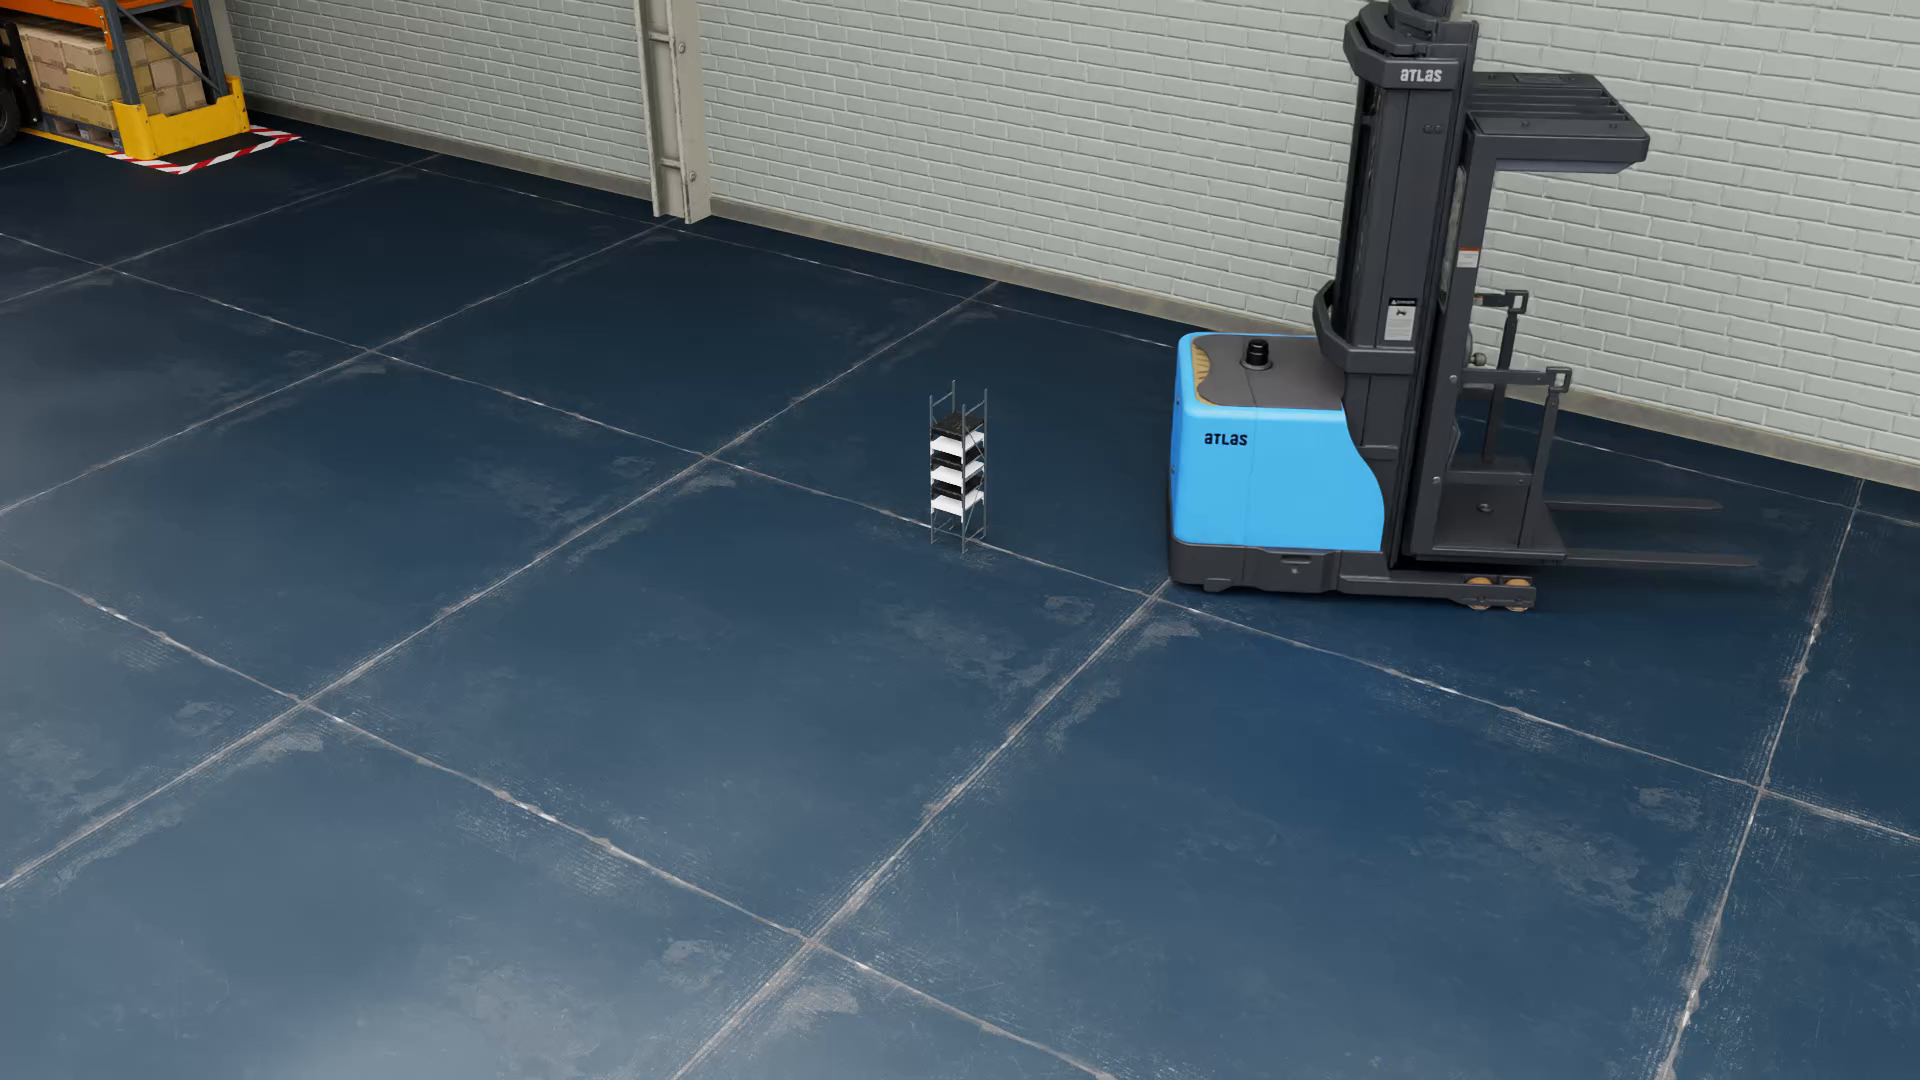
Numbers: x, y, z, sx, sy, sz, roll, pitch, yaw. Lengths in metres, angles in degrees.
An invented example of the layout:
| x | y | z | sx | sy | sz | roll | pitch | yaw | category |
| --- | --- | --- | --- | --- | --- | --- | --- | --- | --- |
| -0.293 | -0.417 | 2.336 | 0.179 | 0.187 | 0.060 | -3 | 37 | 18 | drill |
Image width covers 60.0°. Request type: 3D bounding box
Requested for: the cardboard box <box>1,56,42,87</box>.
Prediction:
| x | y | z | sx | sy | sz | roll | pitch | yaw | category |
| --- | --- | --- | --- | --- | --- | --- | --- | --- | --- |
| -8.732 | -4.530 | 15.854 | 0.500 | 0.250 | 0.500 | 17 | 34 | 26 | cardboard box |

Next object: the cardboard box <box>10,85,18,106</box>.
| x | y | z | sx | sy | sz | roll | pitch | yaw | category |
| --- | --- | --- | --- | --- | --- | --- | --- | --- | --- |
| -9.139 | -4.445 | 16.204 | 0.500 | 0.250 | 0.500 | 19 | 35 | 29 | cardboard box |

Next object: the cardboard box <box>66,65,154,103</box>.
| x | y | z | sx | sy | sz | roll | pitch | yaw | category |
| --- | --- | --- | --- | --- | --- | --- | --- | --- | --- |
| -7.864 | -4.262 | 15.394 | 0.500 | 0.250 | 0.500 | 17 | 34 | 27 | cardboard box |

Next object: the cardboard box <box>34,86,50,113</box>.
| x | y | z | sx | sy | sz | roll | pitch | yaw | category |
| --- | --- | --- | --- | --- | --- | --- | --- | --- | --- |
| -8.687 | -4.315 | 15.982 | 0.500 | 0.250 | 0.500 | 18 | 35 | 28 | cardboard box |

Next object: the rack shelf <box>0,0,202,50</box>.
| x | y | z | sx | sy | sz | roll | pitch | yaw | category |
| --- | --- | --- | --- | --- | --- | --- | --- | --- | --- |
| -8.980 | -5.280 | 16.038 | 4.000 | 0.370 | 1.077 | 18 | 35 | 27 | rack shelf |

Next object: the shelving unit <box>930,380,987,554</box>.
| x | y | z | sx | sy | sz | roll | pitch | yaw | category |
| --- | --- | --- | --- | --- | --- | --- | --- | --- | --- |
| -0.007 | -0.391 | 9.027 | 0.210 | 0.900 | 0.258 | 18 | 35 | 27 | shelving unit |

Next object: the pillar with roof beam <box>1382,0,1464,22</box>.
| x | y | z | sx | sy | sz | roll | pitch | yaw | category |
| --- | --- | --- | --- | --- | --- | --- | --- | --- | --- |
| 0.479 | -3.166 | 5.746 | 0.400 | 9.000 | 9.100 | 18 | 35 | 27 | pillar with roof beam |

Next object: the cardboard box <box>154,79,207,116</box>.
| x | y | z | sx | sy | sz | roll | pitch | yaw | category |
| --- | --- | --- | --- | --- | --- | --- | --- | --- | --- |
| -7.598 | -4.264 | 15.894 | 0.500 | 0.250 | 0.500 | 18 | 35 | 28 | cardboard box |

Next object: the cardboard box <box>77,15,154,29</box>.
| x | y | z | sx | sy | sz | roll | pitch | yaw | category |
| --- | --- | --- | --- | --- | --- | --- | --- | --- | --- |
| -8.018 | -4.823 | 15.860 | 0.500 | 0.250 | 0.500 | 18 | 35 | 27 | cardboard box |

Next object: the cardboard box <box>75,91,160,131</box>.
| x | y | z | sx | sy | sz | roll | pitch | yaw | category |
| --- | --- | --- | --- | --- | --- | --- | --- | --- | --- |
| -7.852 | -4.040 | 15.510 | 0.500 | 0.250 | 0.500 | 18 | 35 | 28 | cardboard box |

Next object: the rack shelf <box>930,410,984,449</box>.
| x | y | z | sx | sy | sz | roll | pitch | yaw | category |
| --- | --- | --- | --- | --- | --- | --- | --- | --- | --- |
| -0.007 | -0.595 | 8.908 | 0.200 | 0.077 | 0.258 | 18 | 35 | 27 | rack shelf |

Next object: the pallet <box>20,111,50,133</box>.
| x | y | z | sx | sy | sz | roll | pitch | yaw | category |
| --- | --- | --- | --- | --- | --- | --- | --- | --- | --- |
| -8.985 | -4.365 | 16.523 | 1.213 | 0.211 | 1.003 | 18 | 35 | 27 | pallet |

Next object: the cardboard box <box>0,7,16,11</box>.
| x | y | z | sx | sy | sz | roll | pitch | yaw | category |
| --- | --- | --- | --- | --- | --- | --- | --- | --- | --- |
| -9.296 | -5.233 | 16.562 | 0.500 | 0.250 | 0.500 | 18 | 35 | 28 | cardboard box |

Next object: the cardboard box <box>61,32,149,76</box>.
| x | y | z | sx | sy | sz | roll | pitch | yaw | category |
| --- | --- | --- | --- | --- | --- | --- | --- | --- | --- |
| -7.842 | -4.471 | 15.257 | 0.500 | 0.250 | 0.500 | 19 | 35 | 29 | cardboard box |

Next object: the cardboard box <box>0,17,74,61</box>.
| x | y | z | sx | sy | sz | roll | pitch | yaw | category |
| --- | --- | --- | --- | --- | --- | --- | --- | --- | --- |
| -8.710 | -4.736 | 15.712 | 0.500 | 0.250 | 0.500 | 18 | 35 | 28 | cardboard box |

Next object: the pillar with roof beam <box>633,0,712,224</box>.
| x | y | z | sx | sy | sz | roll | pitch | yaw | category |
| --- | --- | --- | --- | --- | --- | --- | --- | --- | --- |
| -4.603 | -4.773 | 8.501 | 0.400 | 9.000 | 9.100 | 18 | 35 | 27 | pillar with roof beam |

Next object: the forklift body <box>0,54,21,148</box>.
| x | y | z | sx | sy | sz | roll | pitch | yaw | category |
| --- | --- | --- | --- | --- | --- | --- | --- | --- | --- |
| -9.862 | -4.418 | 14.688 | 1.214 | 2.155 | 2.313 | 18 | 35 | 27 | forklift body |

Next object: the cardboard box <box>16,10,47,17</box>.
| x | y | z | sx | sy | sz | roll | pitch | yaw | category |
| --- | --- | --- | --- | --- | --- | --- | --- | --- | --- |
| -8.866 | -5.101 | 16.337 | 0.500 | 0.250 | 0.500 | 17 | 34 | 26 | cardboard box |

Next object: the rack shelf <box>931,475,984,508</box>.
| x | y | z | sx | sy | sz | roll | pitch | yaw | category |
| --- | --- | --- | --- | --- | --- | --- | --- | --- | --- |
| -0.007 | -0.284 | 9.089 | 0.200 | 0.077 | 0.258 | 18 | 35 | 27 | rack shelf |

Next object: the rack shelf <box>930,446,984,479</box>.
| x | y | z | sx | sy | sz | roll | pitch | yaw | category |
| --- | --- | --- | --- | --- | --- | --- | --- | --- | --- |
| -0.007 | -0.440 | 8.998 | 0.200 | 0.077 | 0.258 | 18 | 35 | 27 | rack shelf |

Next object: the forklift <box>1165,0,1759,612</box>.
| x | y | z | sx | sy | sz | roll | pitch | yaw | category |
| --- | --- | --- | --- | --- | --- | --- | --- | --- | --- |
| 2.650 | -1.176 | 8.358 | 3.031 | 2.935 | 1.130 | 2 | 30 | 4 | forklift |

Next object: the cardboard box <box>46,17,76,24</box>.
| x | y | z | sx | sy | sz | roll | pitch | yaw | category |
| --- | --- | --- | --- | --- | --- | --- | --- | --- | --- |
| -8.435 | -4.961 | 16.097 | 0.500 | 0.250 | 0.500 | 17 | 34 | 27 | cardboard box |

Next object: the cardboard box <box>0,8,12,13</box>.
| x | y | z | sx | sy | sz | roll | pitch | yaw | category |
| --- | --- | --- | --- | --- | --- | --- | --- | --- | --- |
| -9.576 | -5.019 | 16.196 | 0.500 | 0.250 | 0.500 | 19 | 35 | 29 | cardboard box |

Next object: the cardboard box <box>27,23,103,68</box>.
| x | y | z | sx | sy | sz | roll | pitch | yaw | category |
| --- | --- | --- | --- | --- | --- | --- | --- | --- | --- |
| -8.277 | -4.605 | 15.487 | 0.500 | 0.250 | 0.500 | 18 | 35 | 28 | cardboard box |

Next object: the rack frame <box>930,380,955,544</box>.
| x | y | z | sx | sy | sz | roll | pitch | yaw | category |
| --- | --- | --- | --- | --- | --- | --- | --- | --- | --- |
| -0.093 | -0.418 | 9.074 | 0.006 | 0.900 | 0.240 | 18 | 35 | 27 | rack frame |

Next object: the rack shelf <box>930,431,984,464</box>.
| x | y | z | sx | sy | sz | roll | pitch | yaw | category |
| --- | --- | --- | --- | --- | --- | --- | --- | --- | --- |
| -0.007 | -0.518 | 8.953 | 0.200 | 0.077 | 0.258 | 18 | 35 | 27 | rack shelf |

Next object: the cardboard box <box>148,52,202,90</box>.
| x | y | z | sx | sy | sz | roll | pitch | yaw | category |
| --- | --- | --- | --- | --- | --- | --- | --- | --- | --- |
| -7.574 | -4.479 | 15.767 | 0.500 | 0.250 | 0.500 | 18 | 35 | 28 | cardboard box |

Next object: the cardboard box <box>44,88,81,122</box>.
| x | y | z | sx | sy | sz | roll | pitch | yaw | category |
| --- | --- | --- | --- | --- | --- | --- | --- | --- | --- |
| -8.268 | -4.177 | 15.745 | 0.500 | 0.250 | 0.500 | 18 | 35 | 27 | cardboard box |

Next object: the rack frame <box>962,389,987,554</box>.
| x | y | z | sx | sy | sz | roll | pitch | yaw | category |
| --- | --- | --- | --- | --- | --- | --- | --- | --- | --- |
| 0.079 | -0.364 | 8.980 | 0.006 | 0.900 | 0.240 | 18 | 35 | 27 | rack frame |

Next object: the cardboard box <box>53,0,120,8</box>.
| x | y | z | sx | sy | sz | roll | pitch | yaw | category |
| --- | --- | --- | --- | --- | --- | --- | --- | --- | --- |
| -7.842 | -5.118 | 14.947 | 0.500 | 0.500 | 0.500 | 17 | 34 | 26 | cardboard box |

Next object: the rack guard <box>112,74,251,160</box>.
| x | y | z | sx | sy | sz | roll | pitch | yaw | category |
| --- | --- | --- | --- | --- | --- | --- | --- | --- | --- |
| -7.266 | -3.969 | 15.557 | 0.348 | 0.500 | 1.175 | 18 | 35 | 27 | rack guard |

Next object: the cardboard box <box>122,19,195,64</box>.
| x | y | z | sx | sy | sz | roll | pitch | yaw | category |
| --- | --- | --- | --- | --- | --- | --- | --- | --- | --- |
| -7.592 | -4.690 | 15.633 | 0.500 | 0.250 | 0.500 | 17 | 34 | 27 | cardboard box |

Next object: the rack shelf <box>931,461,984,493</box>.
| x | y | z | sx | sy | sz | roll | pitch | yaw | category |
| --- | --- | --- | --- | --- | --- | --- | --- | --- | --- |
| -0.007 | -0.362 | 9.044 | 0.200 | 0.077 | 0.258 | 18 | 35 | 27 | rack shelf |

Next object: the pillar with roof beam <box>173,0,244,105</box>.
| x | y | z | sx | sy | sz | roll | pitch | yaw | category |
| --- | --- | --- | --- | --- | --- | --- | --- | --- | --- |
| -9.685 | -6.380 | 11.256 | 0.400 | 9.000 | 9.100 | 18 | 35 | 27 | pillar with roof beam |

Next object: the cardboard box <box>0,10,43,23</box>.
| x | y | z | sx | sy | sz | roll | pitch | yaw | category |
| --- | --- | --- | --- | --- | --- | --- | --- | --- | --- |
| -9.135 | -4.875 | 15.950 | 0.500 | 0.250 | 0.500 | 17 | 34 | 26 | cardboard box |

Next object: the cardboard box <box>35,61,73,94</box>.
| x | y | z | sx | sy | sz | roll | pitch | yaw | category |
| --- | --- | --- | --- | --- | --- | --- | --- | --- | --- |
| -8.283 | -4.401 | 15.633 | 0.500 | 0.250 | 0.500 | 17 | 34 | 27 | cardboard box |

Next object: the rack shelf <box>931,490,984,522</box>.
| x | y | z | sx | sy | sz | roll | pitch | yaw | category |
| --- | --- | --- | --- | --- | --- | --- | --- | --- | --- |
| -0.007 | -0.207 | 9.134 | 0.200 | 0.077 | 0.258 | 18 | 35 | 27 | rack shelf |

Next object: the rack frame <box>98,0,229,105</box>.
| x | y | z | sx | sy | sz | roll | pitch | yaw | category |
| --- | --- | --- | --- | --- | --- | --- | --- | --- | --- |
| -7.286 | -5.055 | 14.939 | 0.127 | 3.000 | 1.000 | 18 | 35 | 27 | rack frame |

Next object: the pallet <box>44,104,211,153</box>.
| x | y | z | sx | sy | sz | roll | pitch | yaw | category |
| --- | --- | --- | --- | --- | --- | --- | --- | --- | --- |
| -7.956 | -4.038 | 15.962 | 1.213 | 0.211 | 1.003 | 18 | 35 | 27 | pallet |
